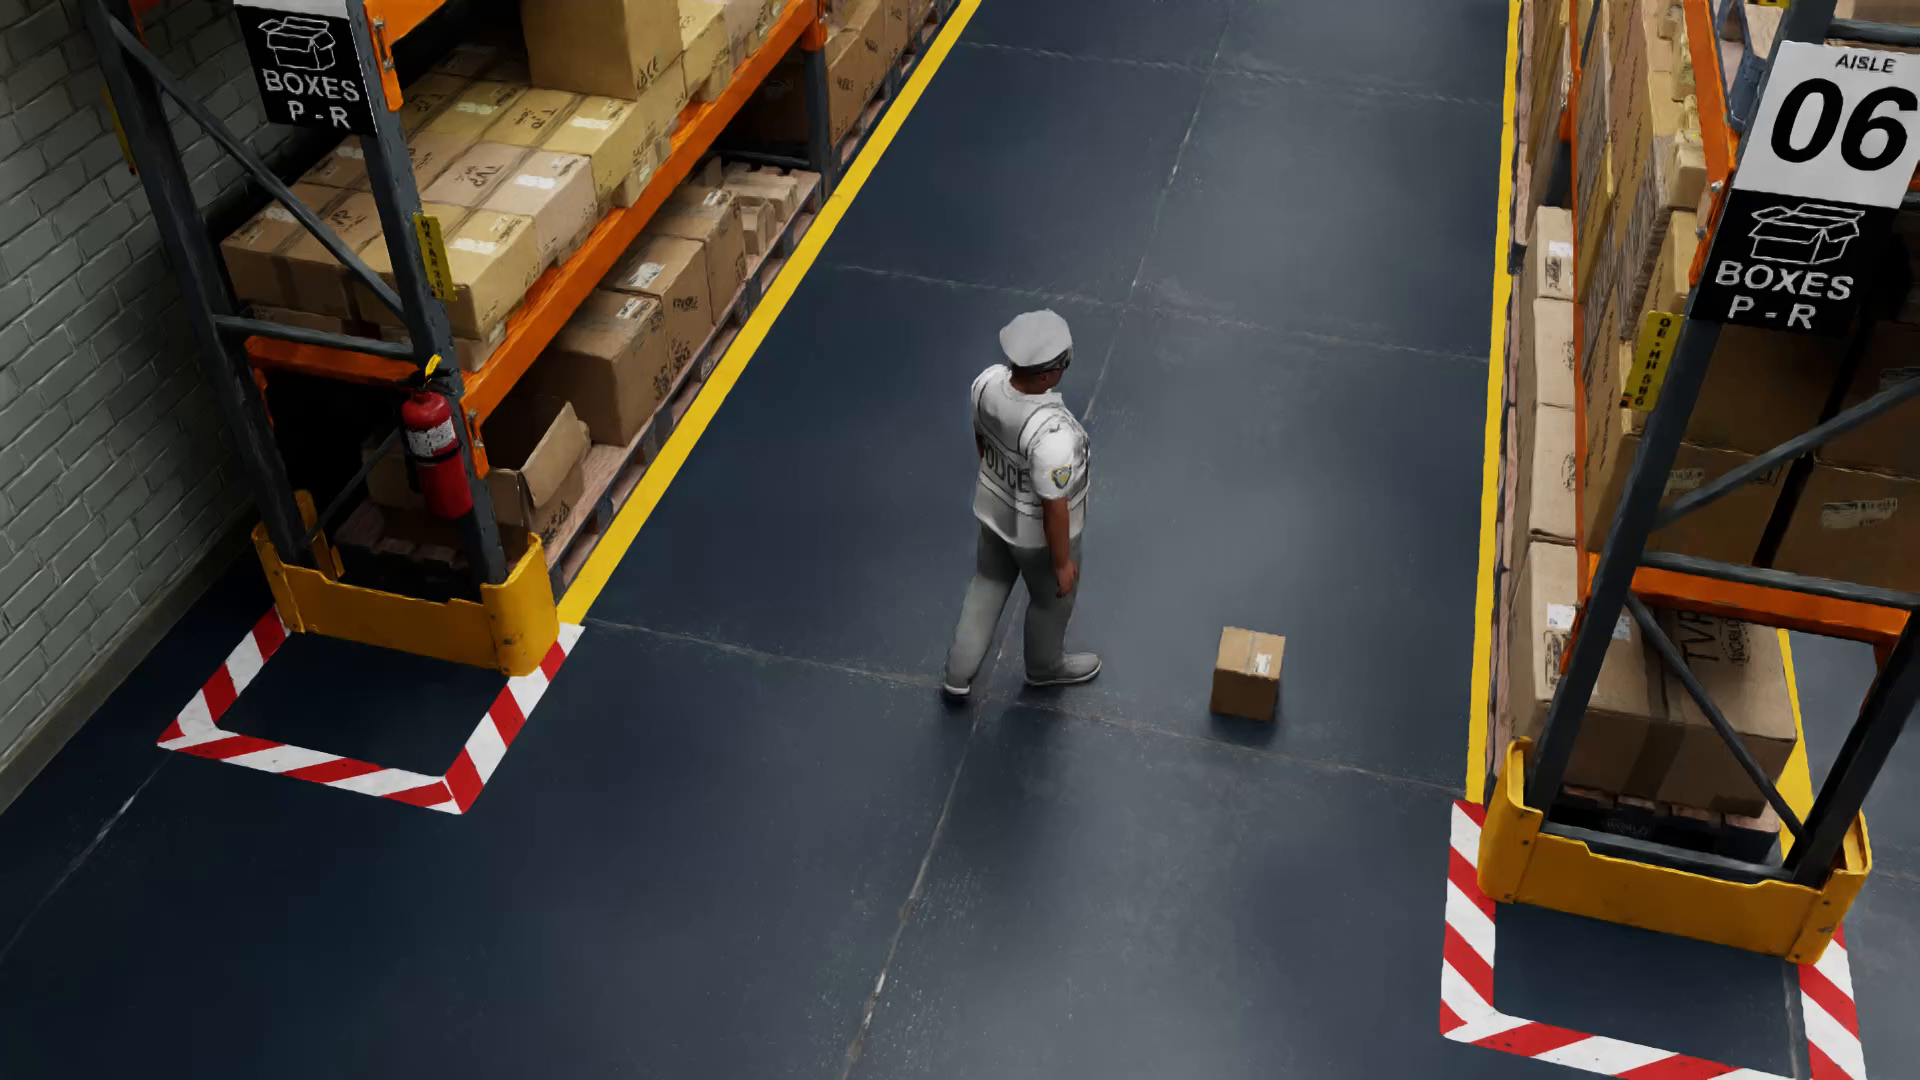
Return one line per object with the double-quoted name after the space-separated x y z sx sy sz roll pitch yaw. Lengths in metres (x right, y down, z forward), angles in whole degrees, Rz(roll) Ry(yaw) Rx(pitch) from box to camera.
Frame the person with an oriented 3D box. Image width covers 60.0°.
0.244 -0.081 6.239 0.662 1.757 0.602 -27 47 -27 "person"
